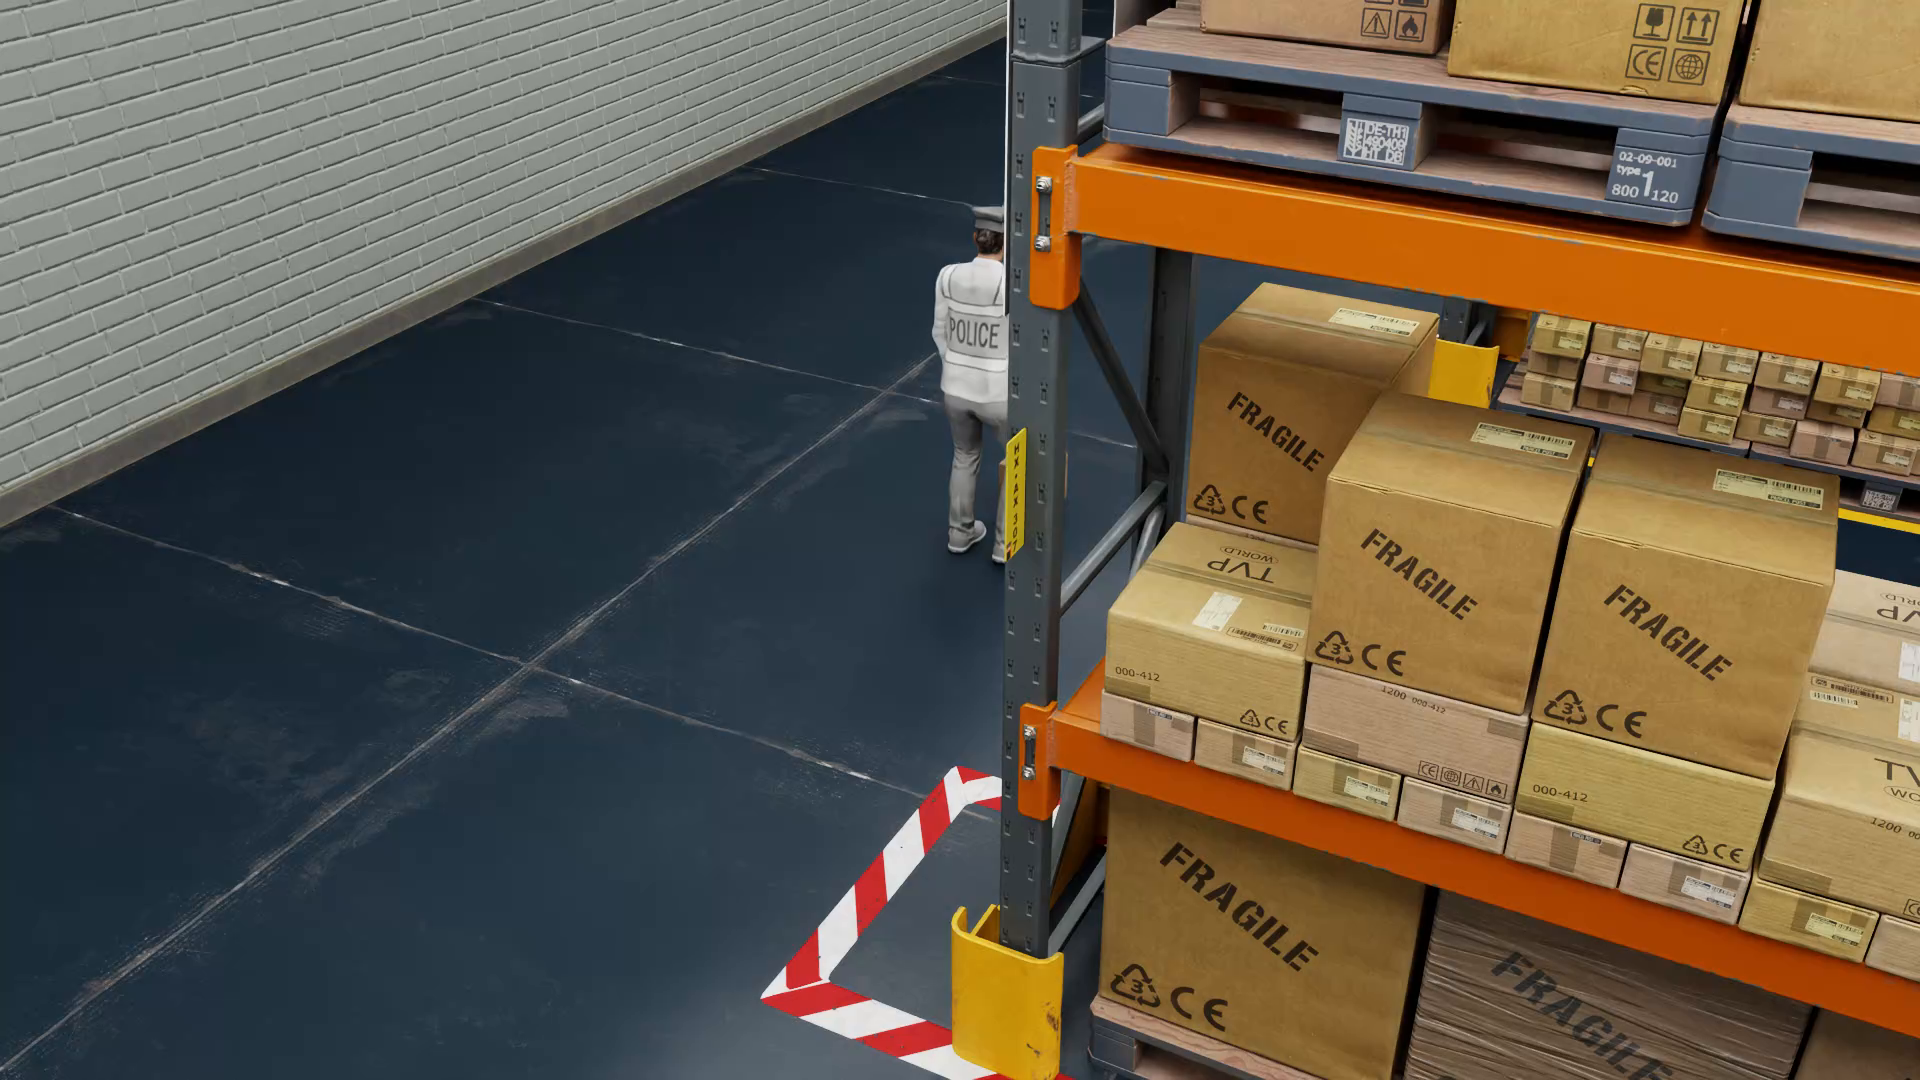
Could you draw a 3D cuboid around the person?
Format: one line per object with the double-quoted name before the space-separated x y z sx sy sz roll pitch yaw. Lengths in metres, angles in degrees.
"person" 0.113 -0.671 7.343 0.504 1.616 0.465 15 34 24
